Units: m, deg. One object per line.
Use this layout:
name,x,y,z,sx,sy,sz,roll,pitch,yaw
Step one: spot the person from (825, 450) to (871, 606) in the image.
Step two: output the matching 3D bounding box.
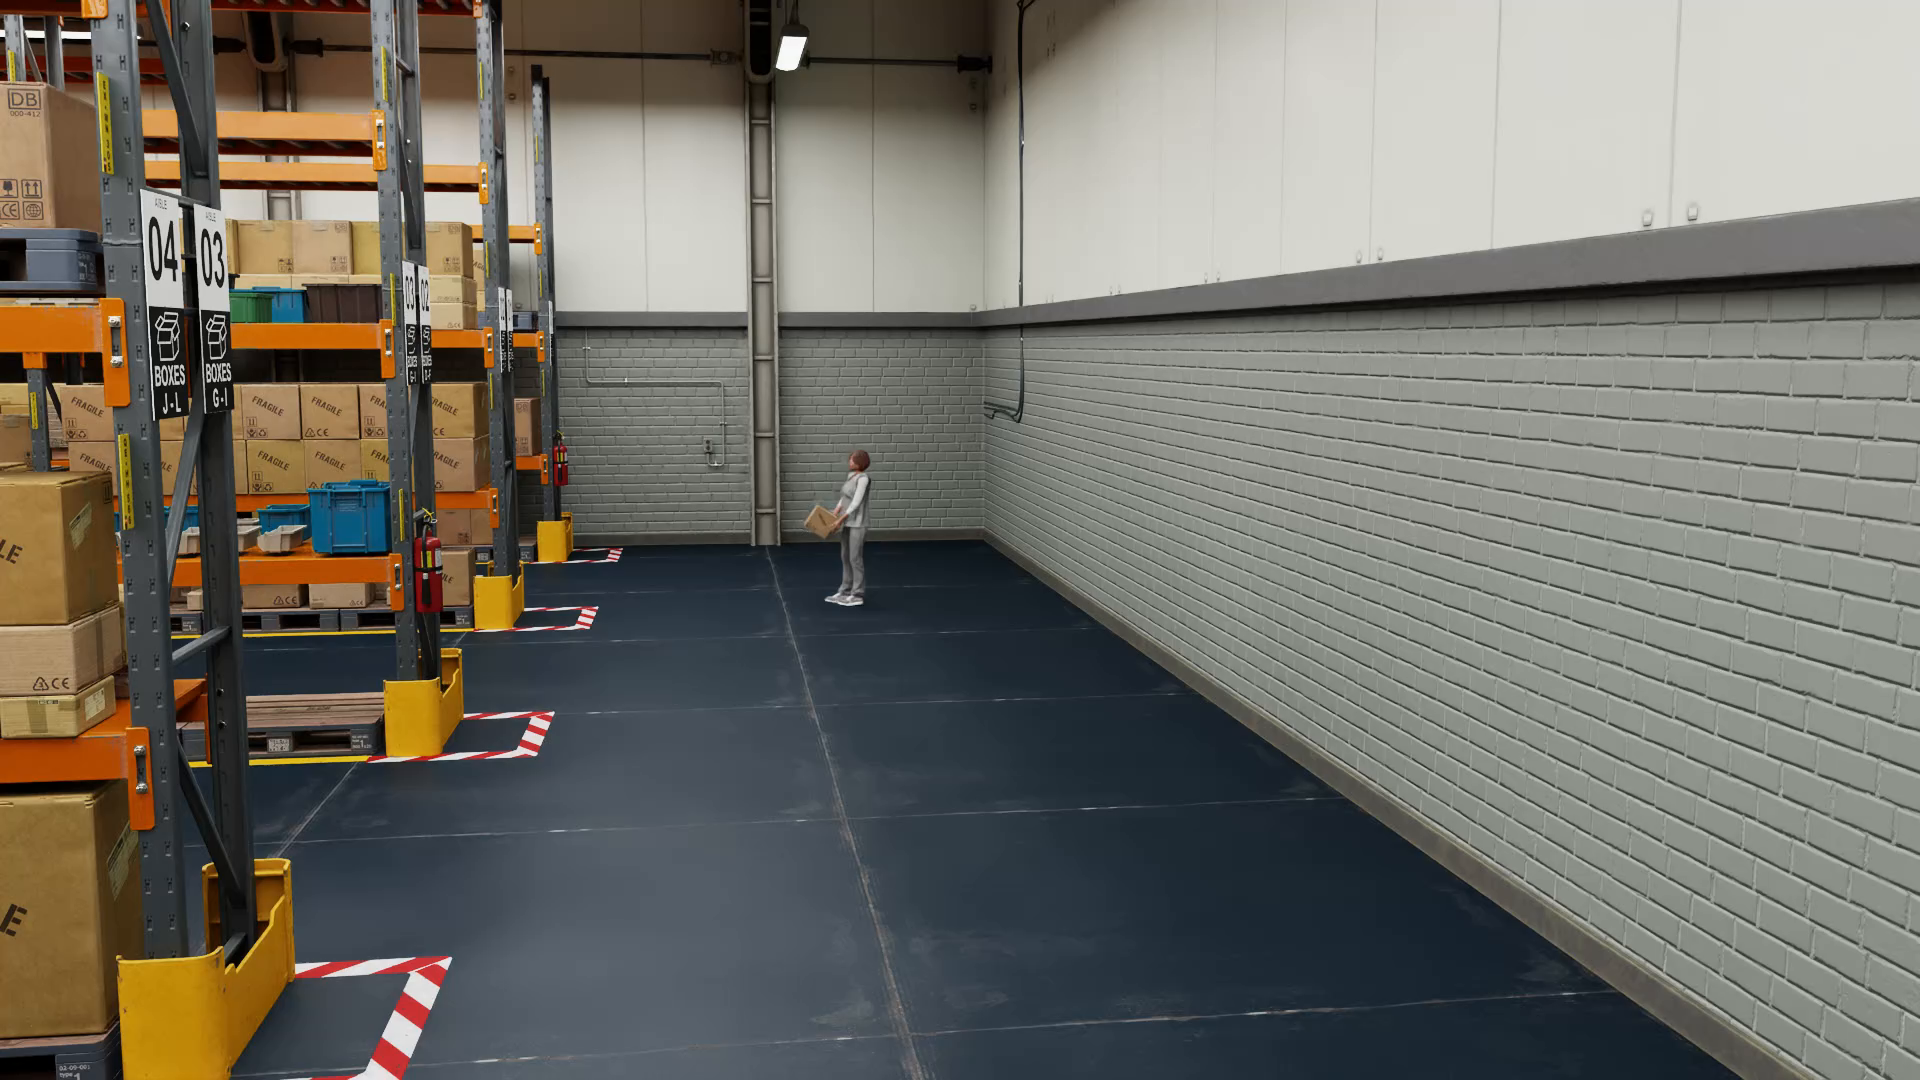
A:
person,-1.148,-0.129,17.083,0.448,1.601,0.466,-3,7,-22
